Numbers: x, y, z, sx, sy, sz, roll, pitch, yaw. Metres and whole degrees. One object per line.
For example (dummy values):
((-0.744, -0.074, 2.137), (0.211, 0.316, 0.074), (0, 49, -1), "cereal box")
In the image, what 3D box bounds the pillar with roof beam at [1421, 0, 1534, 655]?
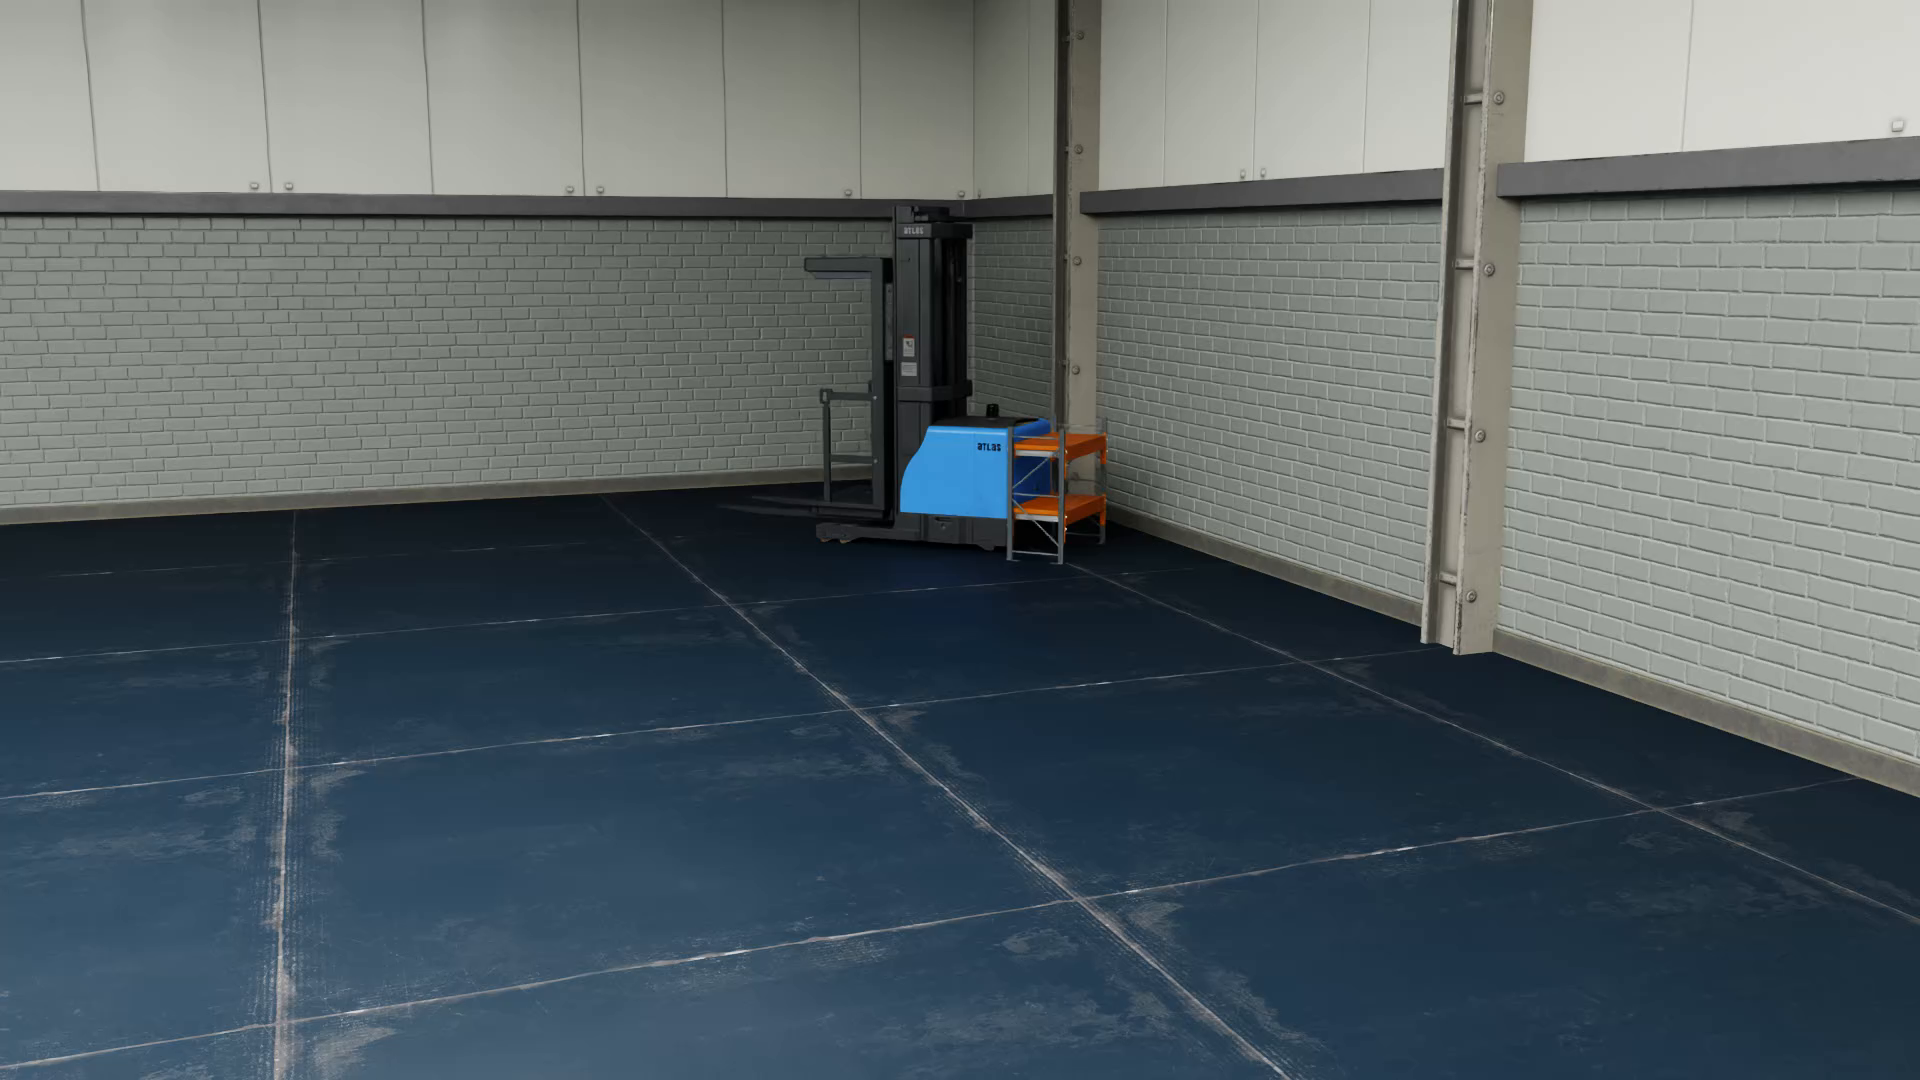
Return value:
((-0.726, -3.456, 8.653), (9.100, 9.000, 0.400), (-4, 11, -21), "pillar with roof beam")

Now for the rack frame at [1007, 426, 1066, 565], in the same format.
((0.629, -0.368, 13.776), (0.500, 1.125, 0.032), (5, 11, 24), "rack frame")

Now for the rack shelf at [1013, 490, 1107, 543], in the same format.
((0.840, -0.208, 14.274), (0.538, 0.278, 1.000), (5, 11, 24), "rack shelf")

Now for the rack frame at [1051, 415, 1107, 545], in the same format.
((1.051, -0.530, 14.686), (0.500, 1.125, 0.032), (5, 11, 24), "rack frame")

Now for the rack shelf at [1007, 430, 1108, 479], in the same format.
((0.840, -0.737, 14.180), (0.538, 0.278, 1.000), (5, 11, 24), "rack shelf")

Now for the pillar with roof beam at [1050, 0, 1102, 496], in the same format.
((-2.900, -4.435, 14.159), (9.100, 9.000, 0.400), (-4, 11, -21), "pillar with roof beam")

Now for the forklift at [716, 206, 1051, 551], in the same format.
((-0.744, -1.494, 14.950), (3.031, 2.935, 1.130), (4, 11, 22), "forklift")

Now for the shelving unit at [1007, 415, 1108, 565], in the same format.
((0.840, -0.449, 14.231), (0.538, 1.125, 1.048), (5, 11, 24), "shelving unit")
